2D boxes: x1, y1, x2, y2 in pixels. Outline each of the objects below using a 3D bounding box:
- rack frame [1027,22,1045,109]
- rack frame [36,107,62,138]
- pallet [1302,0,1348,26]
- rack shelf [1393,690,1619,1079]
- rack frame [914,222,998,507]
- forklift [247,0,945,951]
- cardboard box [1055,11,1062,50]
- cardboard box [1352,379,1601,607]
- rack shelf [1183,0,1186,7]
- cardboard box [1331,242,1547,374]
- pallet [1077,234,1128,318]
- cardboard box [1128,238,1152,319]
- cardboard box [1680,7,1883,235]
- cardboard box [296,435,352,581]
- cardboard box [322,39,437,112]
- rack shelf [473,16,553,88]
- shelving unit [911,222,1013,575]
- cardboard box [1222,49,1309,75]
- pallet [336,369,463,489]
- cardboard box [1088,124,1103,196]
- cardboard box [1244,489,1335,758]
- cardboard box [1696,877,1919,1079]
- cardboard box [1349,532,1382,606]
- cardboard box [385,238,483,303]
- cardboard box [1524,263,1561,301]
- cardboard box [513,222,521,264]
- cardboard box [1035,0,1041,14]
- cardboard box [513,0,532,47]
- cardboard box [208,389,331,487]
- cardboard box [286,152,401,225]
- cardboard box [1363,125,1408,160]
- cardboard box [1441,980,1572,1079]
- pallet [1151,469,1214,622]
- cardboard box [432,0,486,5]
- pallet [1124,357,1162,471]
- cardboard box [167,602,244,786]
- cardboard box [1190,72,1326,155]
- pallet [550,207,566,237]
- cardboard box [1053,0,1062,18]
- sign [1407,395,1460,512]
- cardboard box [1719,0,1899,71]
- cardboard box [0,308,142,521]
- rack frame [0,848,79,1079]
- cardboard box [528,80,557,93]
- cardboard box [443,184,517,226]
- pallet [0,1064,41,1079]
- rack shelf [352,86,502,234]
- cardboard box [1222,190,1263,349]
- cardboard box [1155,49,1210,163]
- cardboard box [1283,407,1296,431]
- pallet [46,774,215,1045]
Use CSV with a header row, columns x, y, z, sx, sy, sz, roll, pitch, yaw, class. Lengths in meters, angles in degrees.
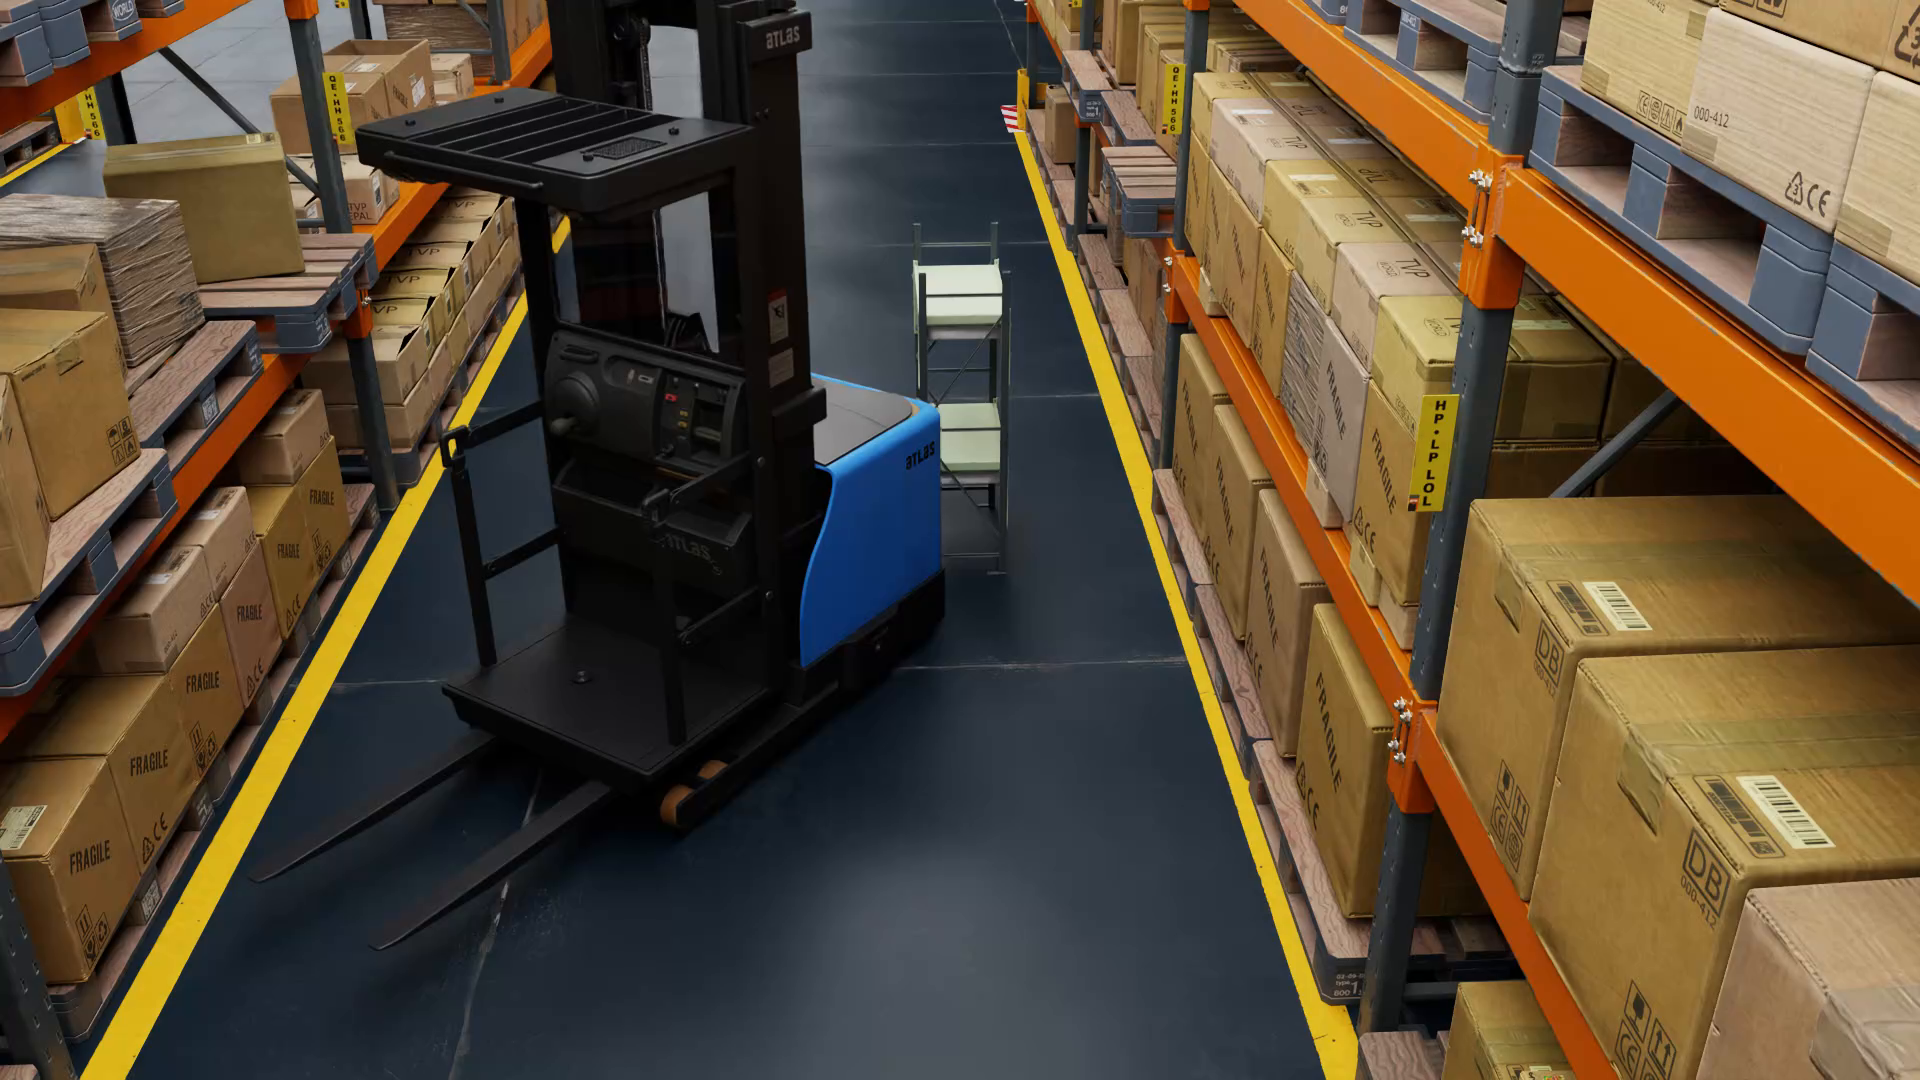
x,y,z,sx,sy,sz,roll,pitch,yaw,class
1.130,-5.301,15.170,1.000,3.000,0.127,-1,28,-3,rack frame
-8.764,-5.062,14.712,1.000,3.000,0.127,-1,28,-3,rack frame
1.696,-2.040,5.879,1.003,0.211,1.213,0,28,0,pallet
1.861,1.483,2.940,1.077,0.370,4.000,-1,28,-3,rack shelf
-0.019,-0.837,8.233,0.400,1.500,0.023,-1,28,-3,rack frame
-1.294,-0.442,5.997,1.129,2.867,3.031,17,32,29,forklift
0.994,-3.838,12.505,0.500,0.250,0.500,-1,28,-2,cardboard box
1.481,-0.152,4.846,0.500,0.500,0.500,-2,28,-3,cardboard box
1.443,-3.541,9.330,1.077,0.370,4.000,-1,28,-3,rack shelf
1.460,-0.723,5.130,0.500,0.250,0.500,-1,28,-2,cardboard box
1.381,-1.858,11.584,1.003,0.211,1.213,-1,28,-3,pallet
1.457,-1.727,10.545,0.700,0.500,0.500,-1,28,-2,cardboard box
1.542,-0.692,2.690,0.500,0.250,0.500,-2,28,-4,cardboard box
-3.116,-0.146,7.513,0.500,0.500,0.500,0,28,-1,cardboard box
-3.557,-2.779,10.226,0.500,0.500,0.500,1,28,1,cardboard box
-3.712,-3.937,13.333,1.077,0.370,4.000,-1,28,-3,rack shelf
0.000,-0.668,7.909,0.431,1.500,0.755,-1,28,-3,shelving unit
1.500,-2.292,8.116,0.380,0.149,0.250,-5,28,-9,cardboard box
-3.403,-0.630,9.230,1.003,0.211,1.213,-1,28,-3,pallet
1.245,-3.019,13.022,0.500,0.500,0.500,-3,28,-7,cardboard box
1.543,0.300,6.301,0.750,0.750,0.750,-1,28,-1,cardboard box
1.849,1.032,2.704,0.980,0.700,0.700,-3,28,-5,cardboard box
1.419,0.078,5.107,0.380,0.149,0.250,-1,28,-2,cardboard box
-3.221,-1.665,10.112,0.500,0.311,0.500,-2,28,-3,cardboard box
1.959,-0.737,5.157,0.500,0.250,0.500,-1,28,-2,cardboard box
-3.297,-2.115,11.581,0.500,0.250,0.500,-2,28,-3,cardboard box
0.900,-4.536,13.843,0.500,0.250,0.500,-2,28,-3,cardboard box
-3.694,-4.057,12.676,0.700,0.500,0.500,-1,28,-2,cardboard box
-3.109,-0.452,7.290,0.500,0.250,0.500,0,28,-1,cardboard box
-3.252,-1.863,8.676,0.500,0.311,0.500,-2,28,-3,cardboard box
1.877,-1.445,6.514,0.500,0.250,0.500,-2,28,-4,cardboard box
1.693,1.511,4.359,0.700,0.500,0.500,-1,28,-2,cardboard box
1.514,-0.004,8.030,1.003,0.211,1.213,-1,28,-3,pallet
-3.429,-3.793,11.470,0.380,0.149,0.250,-1,28,-3,cardboard box
1.508,-0.731,9.424,1.003,0.211,1.213,-1,28,-3,pallet
-3.030,0.569,6.143,0.500,0.500,0.500,-1,28,-2,cardboard box
1.315,-1.895,7.377,0.500,0.250,0.500,-1,28,-1,cardboard box
-3.608,-2.464,12.747,1.003,0.211,1.213,-1,28,-3,pallet
0.974,-4.170,12.331,0.500,0.500,0.500,-2,28,-3,cardboard box
1.215,-0.220,4.262,0.100,0.325,0.005,-1,28,-3,sign
1.547,-1.013,2.493,0.500,0.500,0.500,-2,28,-4,cardboard box
-3.091,-0.409,5.228,0.700,0.500,0.500,3,28,5,cardboard box
-3.190,0.362,4.312,1.000,3.000,0.127,-1,28,-3,rack frame
-3.372,-3.316,13.072,0.500,0.500,0.500,-1,28,-3,cardboard box
-3.300,-2.368,11.460,0.500,0.311,0.500,-1,28,-3,cardboard box
-3.155,1.916,4.349,1.003,0.211,1.213,-1,28,-3,pallet
-3.503,-2.208,9.730,0.919,0.052,3.809,-1,28,-3,rack shelf
1.360,-1.090,6.645,0.500,0.500,0.500,-2,28,-3,cardboard box
1.457,-2.320,8.871,0.700,0.500,0.500,-4,28,-7,cardboard box
1.431,-0.517,6.247,0.380,0.149,0.250,-1,28,-1,cardboard box
-3.270,1.224,5.676,1.003,0.211,1.213,-1,28,-3,pallet
